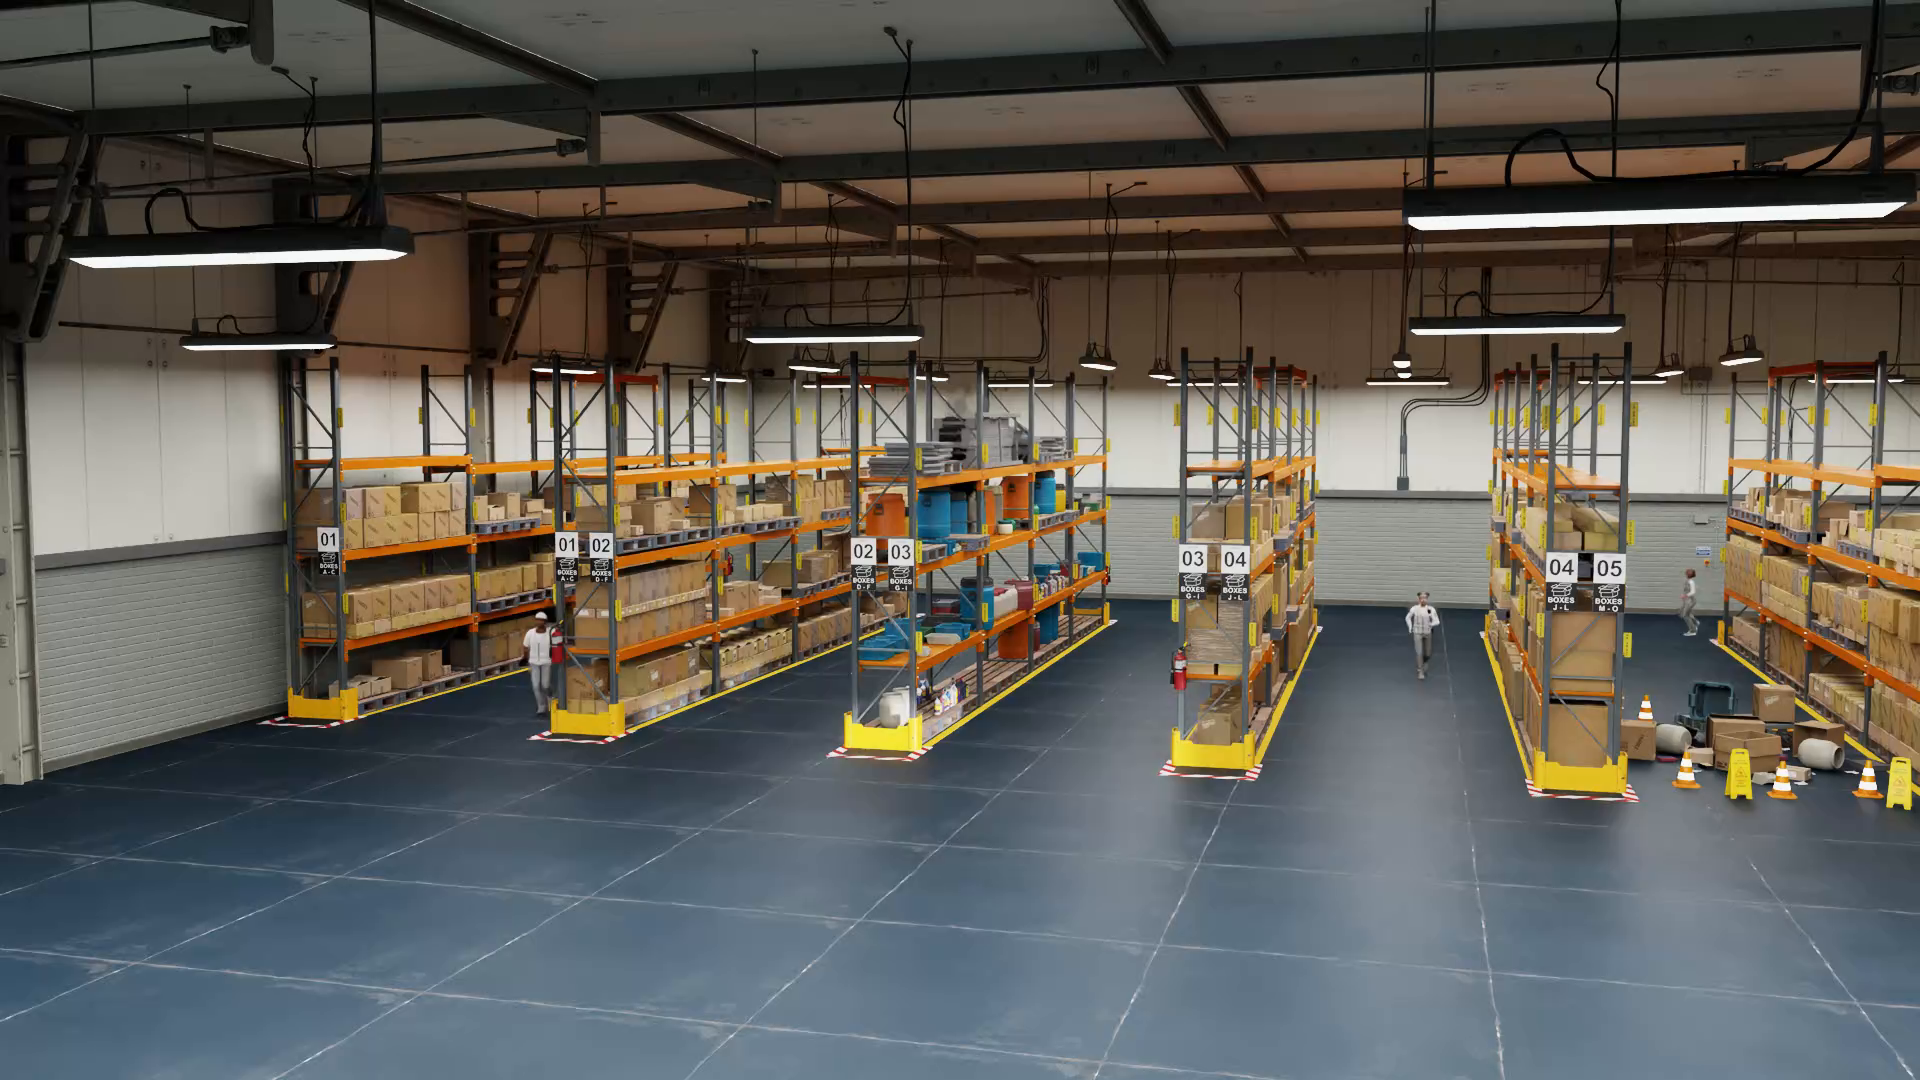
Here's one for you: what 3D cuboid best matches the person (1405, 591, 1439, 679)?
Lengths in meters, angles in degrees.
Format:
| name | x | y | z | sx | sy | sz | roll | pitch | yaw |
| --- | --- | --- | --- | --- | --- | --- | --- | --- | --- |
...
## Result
| name | x | y | z | sx | sy | sz | roll | pitch | yaw |
| --- | --- | --- | --- | --- | --- | --- | --- | --- | --- |
| person | 8.913 | 1.808 | 32.075 | 0.613 | 1.668 | 0.831 | 1 | 4 | 11 |

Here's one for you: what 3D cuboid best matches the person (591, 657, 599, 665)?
| name | x | y | z | sx | sy | sz | roll | pitch | yaw |
| --- | --- | --- | --- | --- | --- | --- | --- | --- | --- |
| person | -6.585 | 1.905 | 30.355 | 0.696 | 1.739 | 0.626 | 1 | 4 | 19 |

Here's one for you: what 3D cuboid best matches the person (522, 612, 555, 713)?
| name | x | y | z | sx | sy | sz | roll | pitch | yaw |
| --- | --- | --- | --- | --- | --- | --- | --- | --- | --- |
| person | -7.075 | 2.076 | 28.071 | 0.678 | 1.720 | 0.589 | 0 | 4 | 2 |

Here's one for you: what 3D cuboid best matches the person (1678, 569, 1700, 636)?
| name | x | y | z | sx | sy | sz | roll | pitch | yaw |
| --- | --- | --- | --- | --- | --- | --- | --- | --- | --- |
| person | 16.752 | 1.429 | 38.167 | 0.486 | 1.554 | 0.553 | 2 | 5 | 21 |
